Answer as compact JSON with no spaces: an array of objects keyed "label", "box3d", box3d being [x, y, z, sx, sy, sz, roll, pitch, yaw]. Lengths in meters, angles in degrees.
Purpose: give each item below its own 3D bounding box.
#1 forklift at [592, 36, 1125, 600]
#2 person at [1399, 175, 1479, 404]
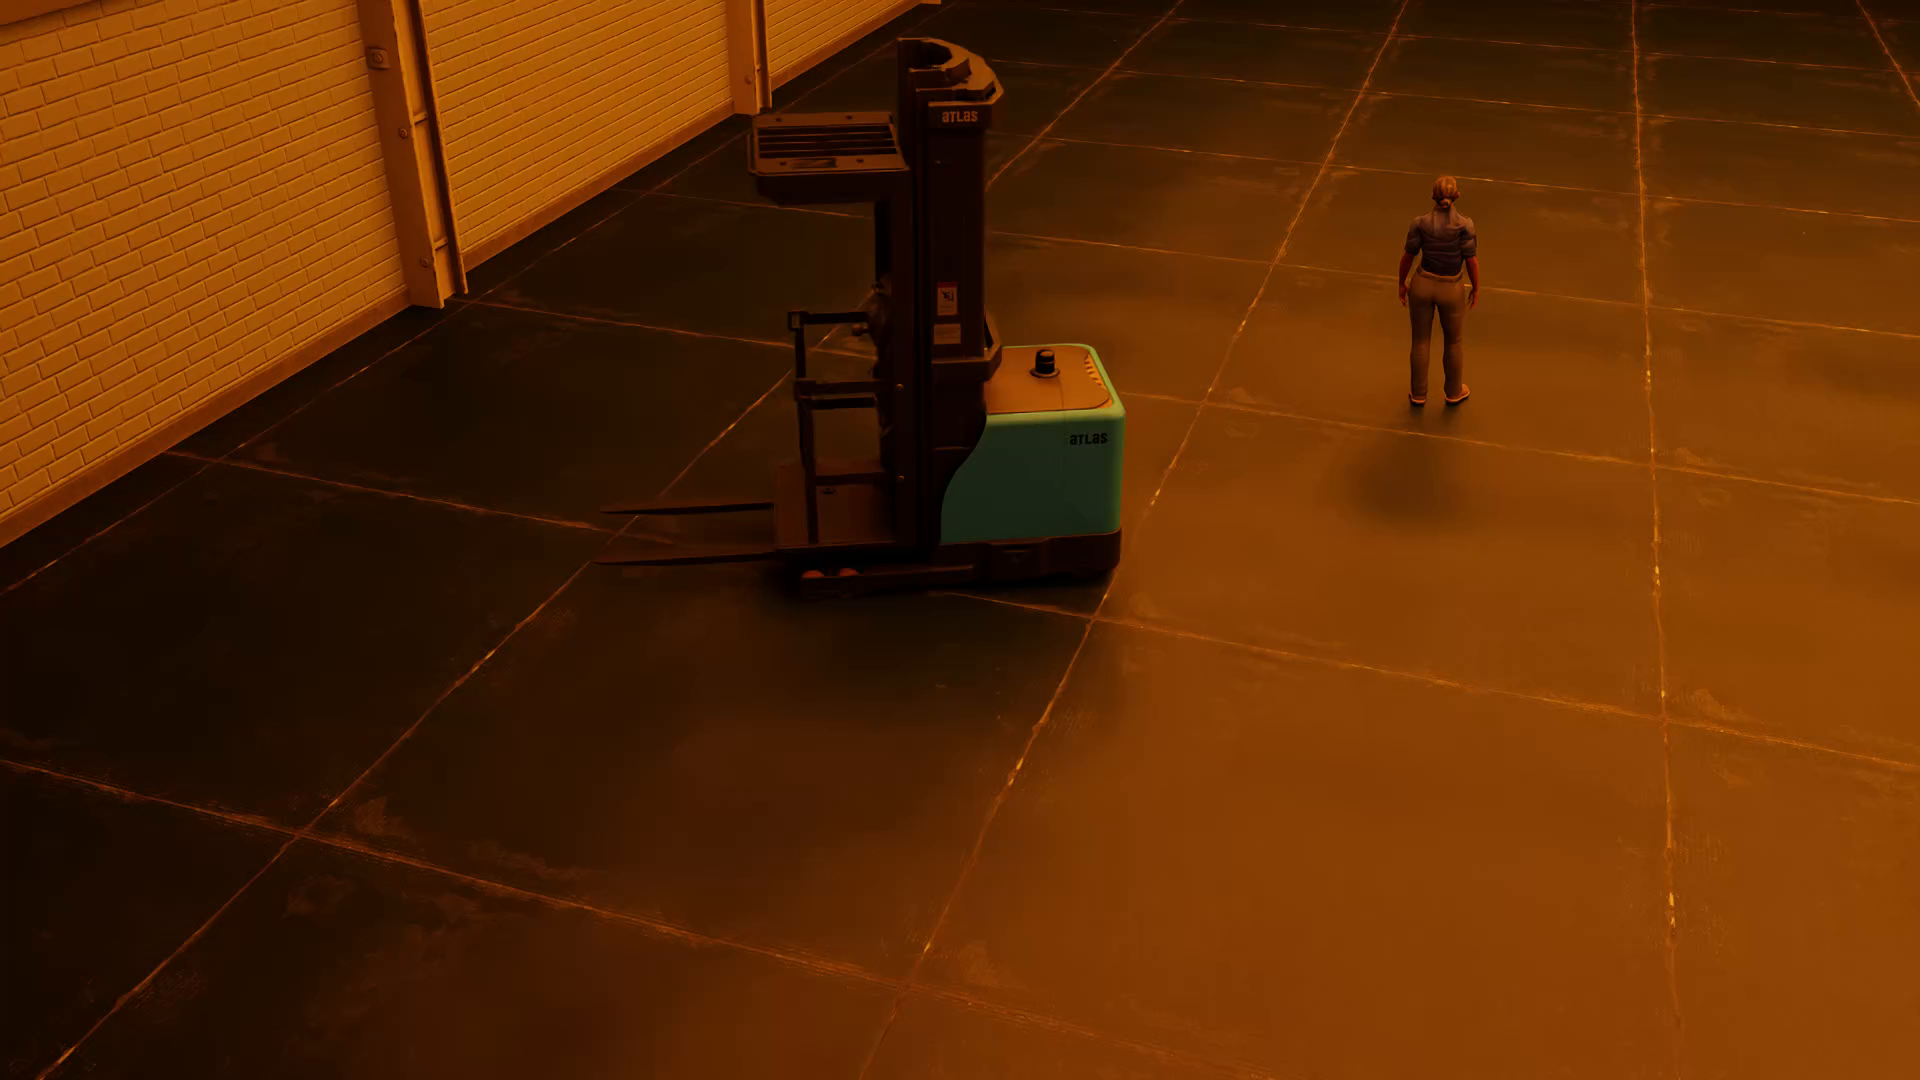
[{"label":"forklift","box3d":[-0.623,-1.208,9.256,3.031,2.935,1.130,-4,30,-6]},{"label":"person","box3d":[3.312,-1.725,11.449,0.569,1.643,0.498,12,32,20]}]
